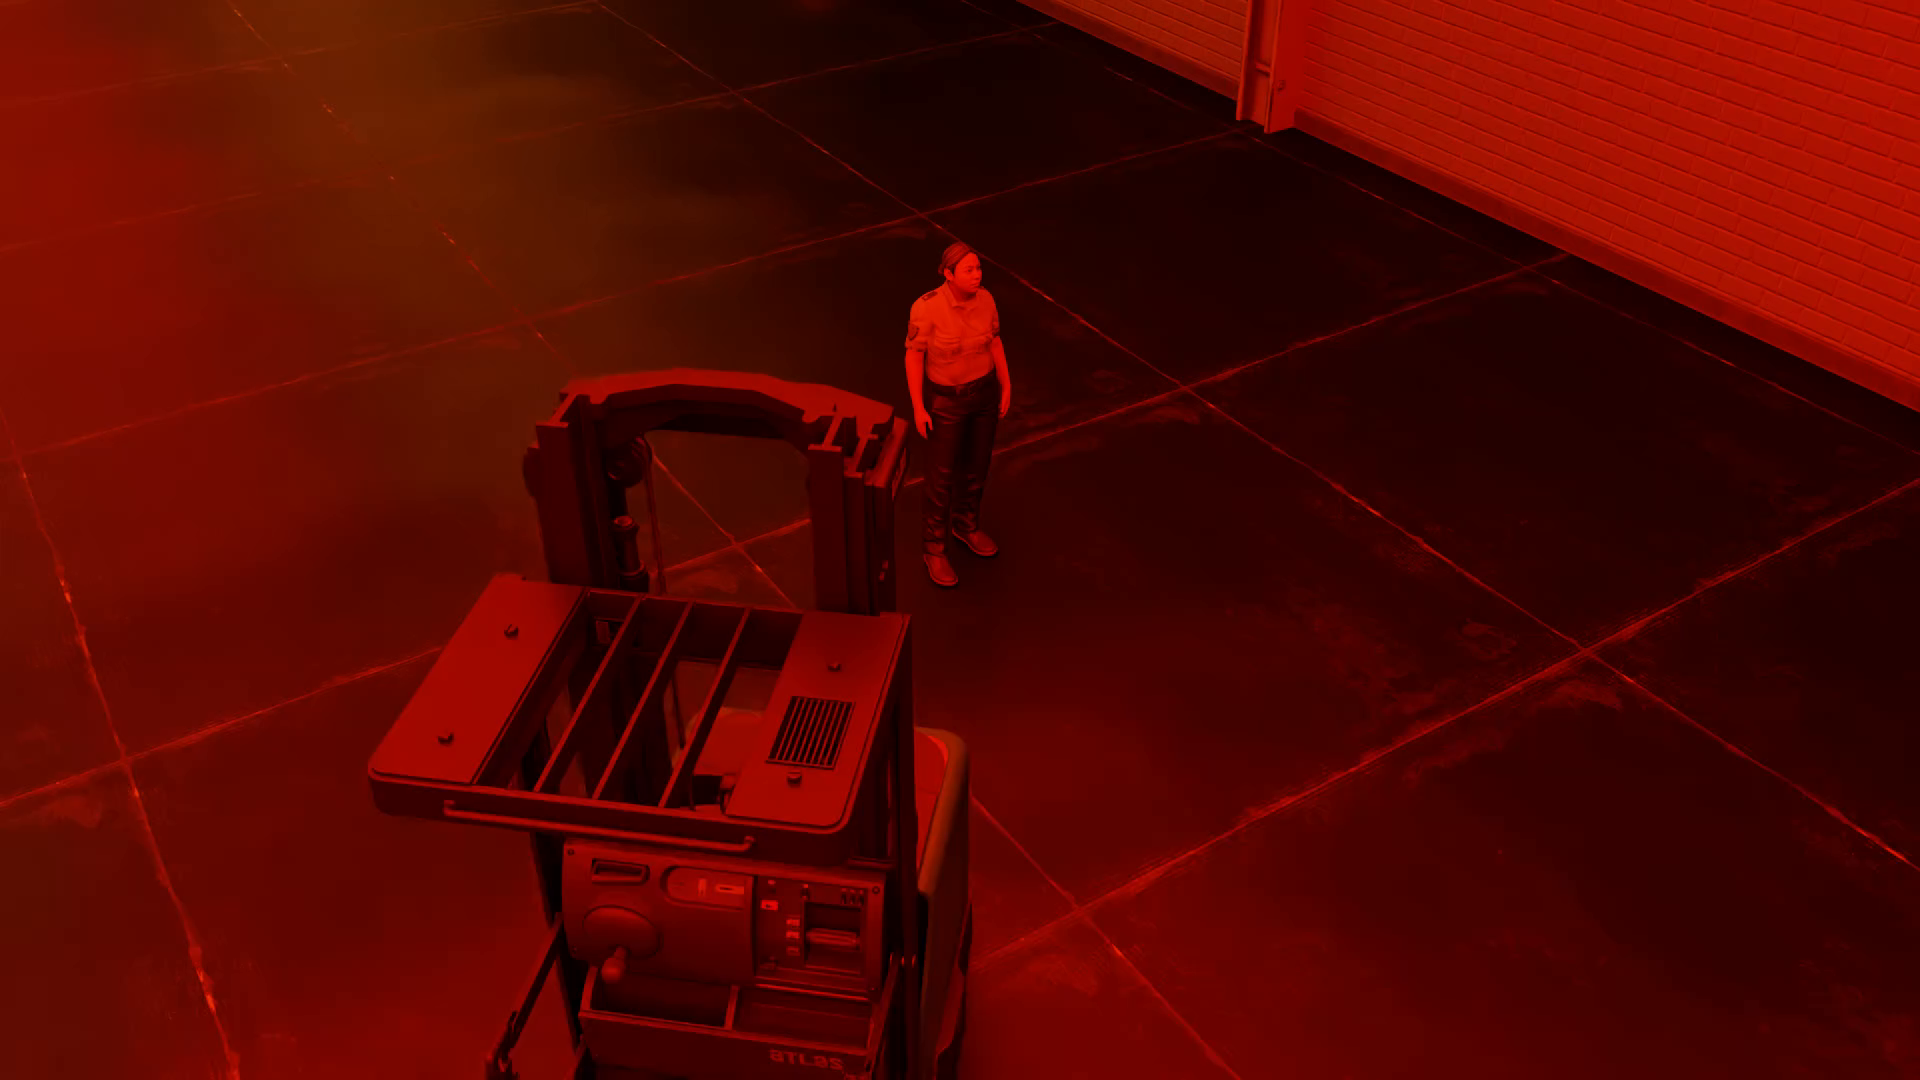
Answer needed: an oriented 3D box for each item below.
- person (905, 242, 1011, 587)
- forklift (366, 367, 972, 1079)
[{"bbox_3d":[0.030,-0.627,8.150,0.598,1.643,0.503,-21,40,-27],"label":"person"},{"bbox_3d":[-0.704,1.145,4.517,1.130,2.935,3.031,5,35,8],"label":"forklift"}]
